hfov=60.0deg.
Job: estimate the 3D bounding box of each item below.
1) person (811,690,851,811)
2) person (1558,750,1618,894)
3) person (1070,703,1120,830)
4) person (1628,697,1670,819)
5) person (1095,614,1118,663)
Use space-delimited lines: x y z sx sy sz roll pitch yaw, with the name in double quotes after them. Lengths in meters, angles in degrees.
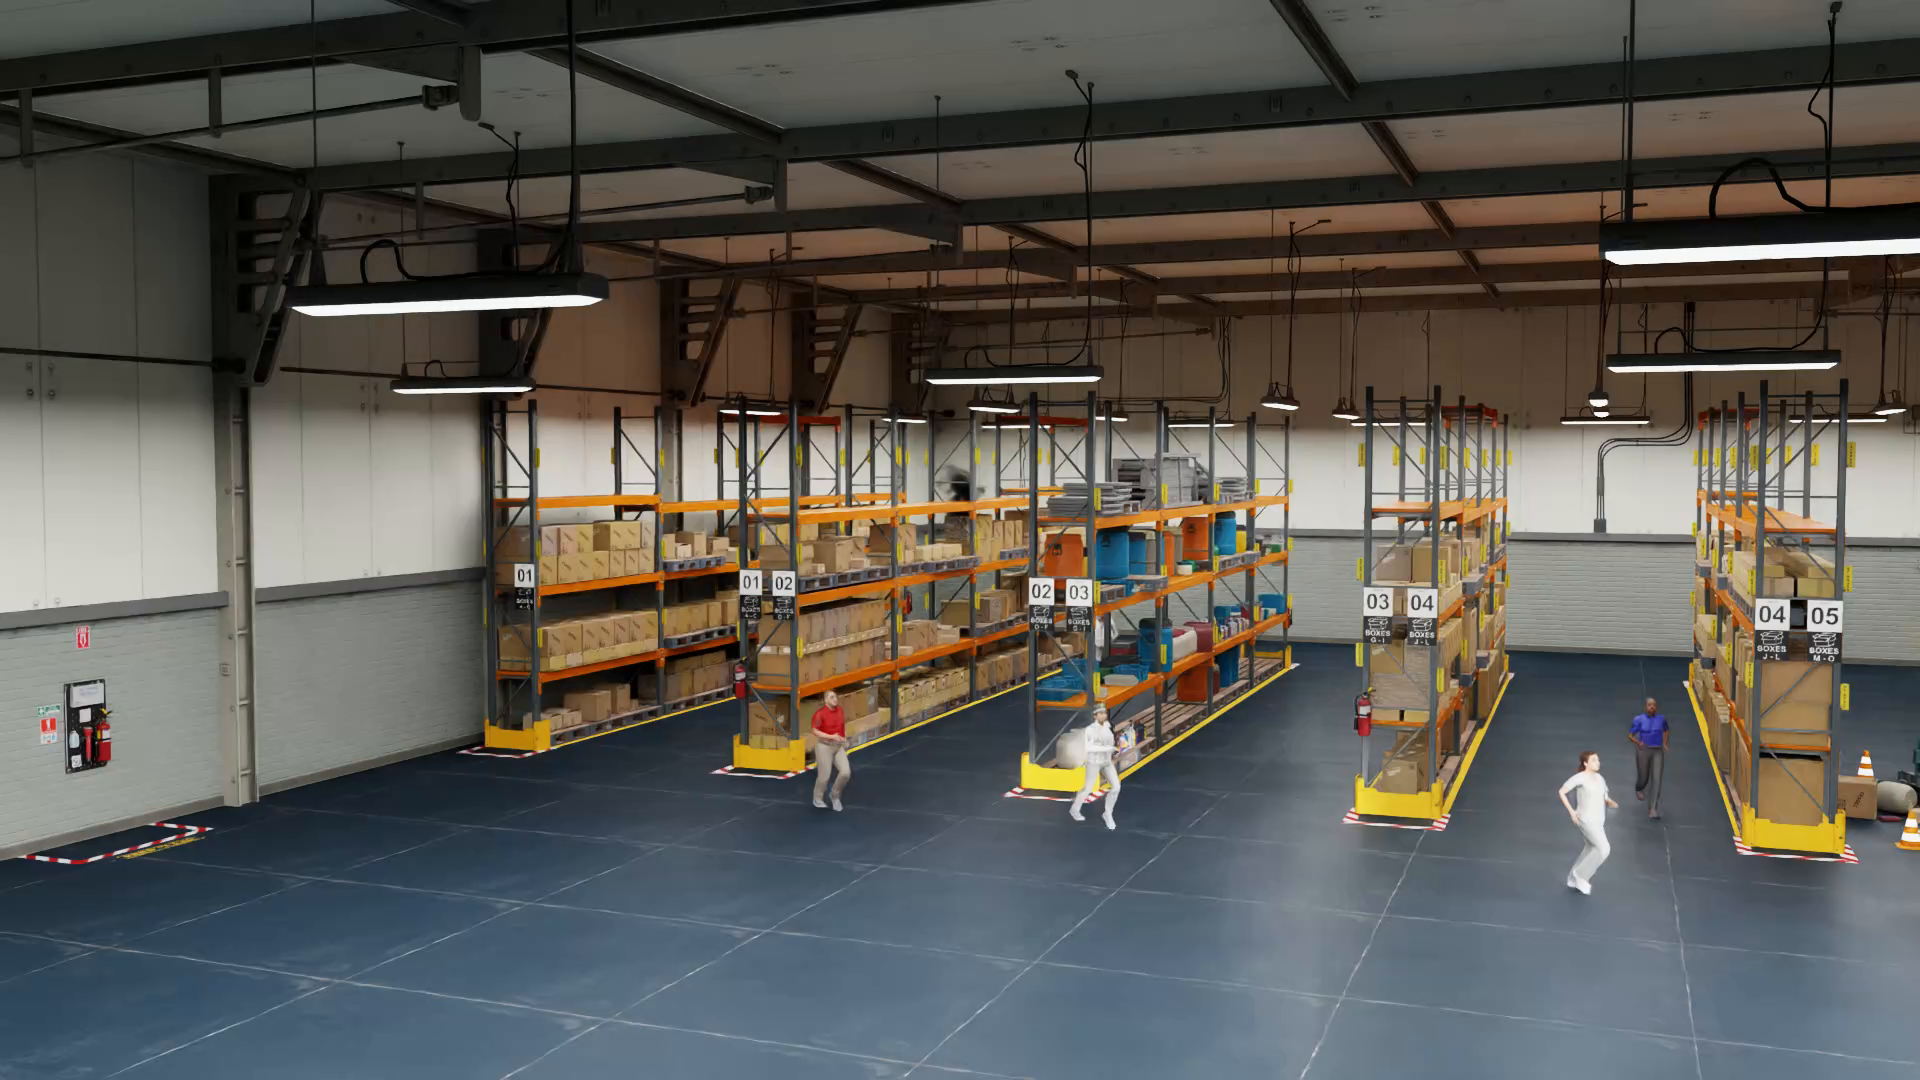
-1.805 3.001 23.547 0.677 1.768 0.718 -2 4 -40 "person"
7.223 3.224 19.003 0.545 1.638 0.641 -2 3 -34 "person"
1.882 3.046 22.551 0.622 1.729 0.866 -2 3 -34 "person"
9.705 3.031 23.394 0.579 1.650 0.851 1 3 11 "person"
3.166 2.334 36.756 0.661 1.748 0.722 1 3 16 "person"
